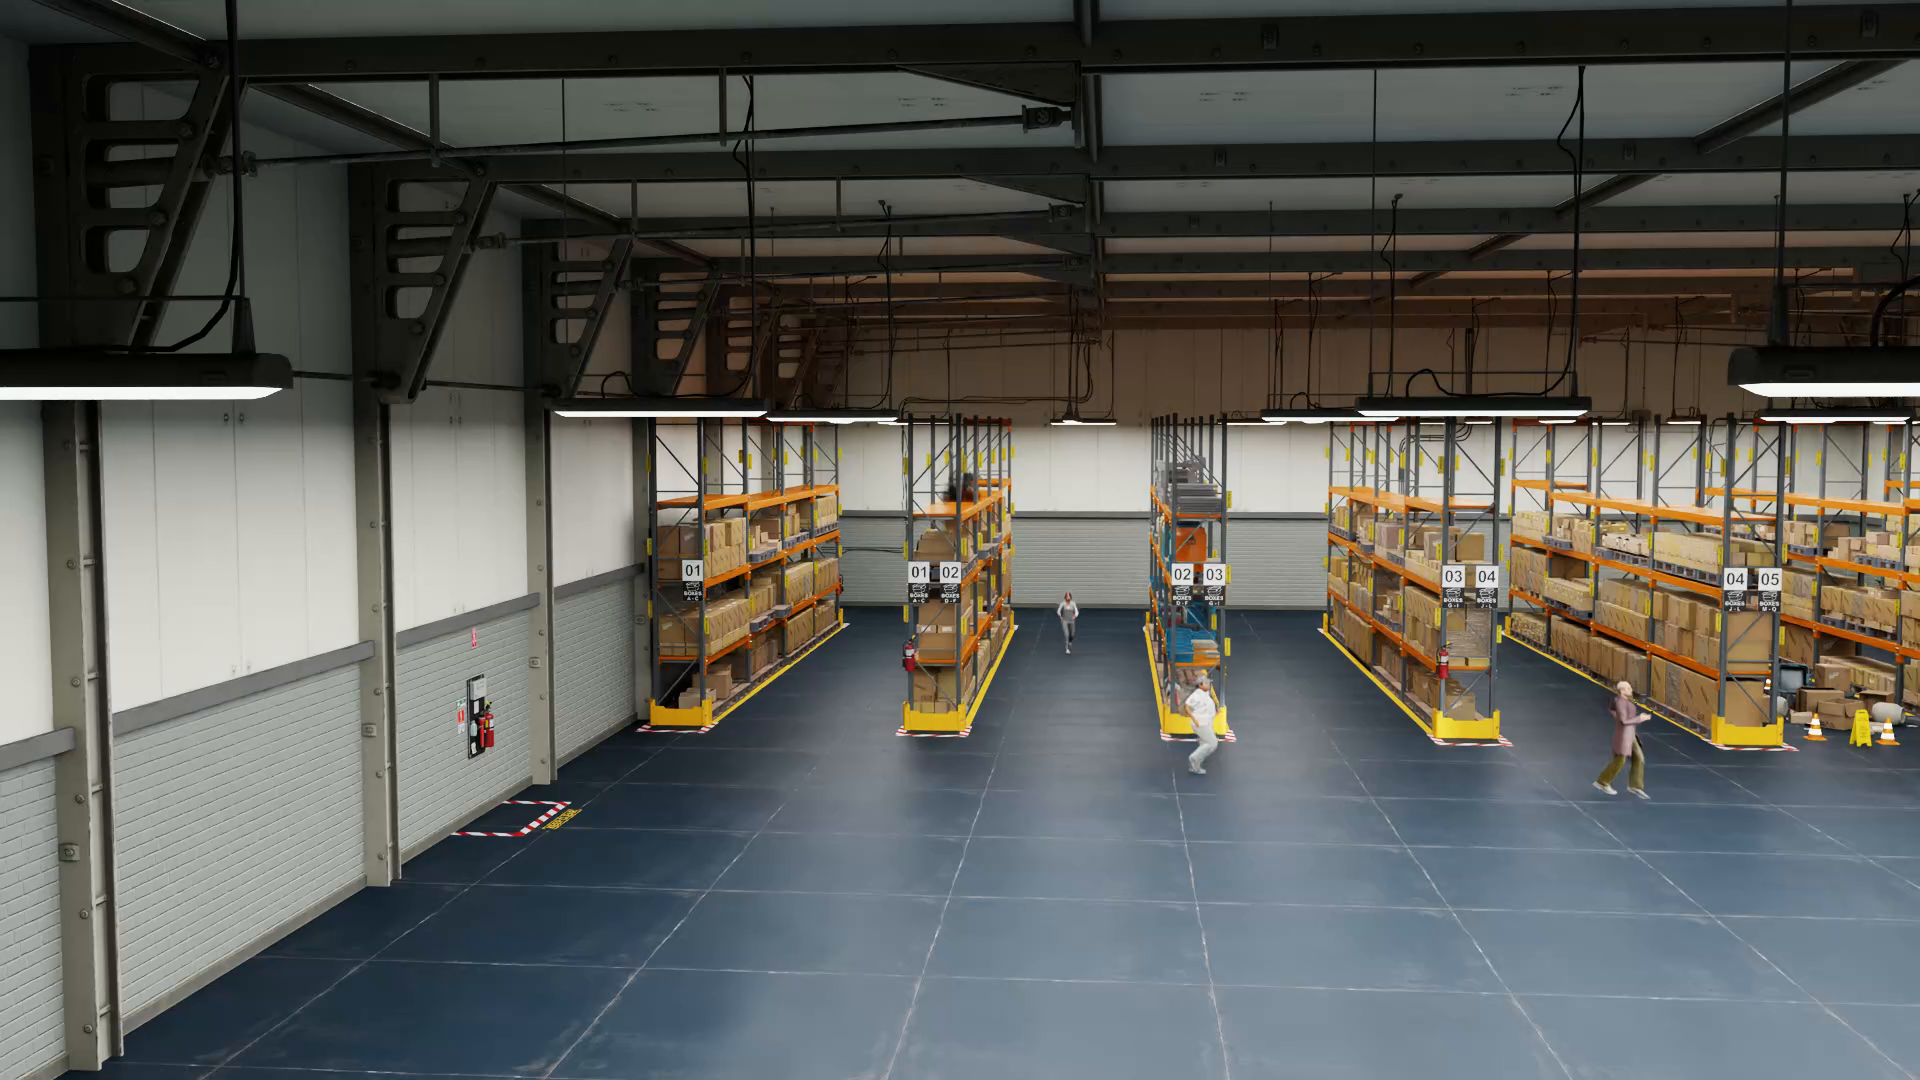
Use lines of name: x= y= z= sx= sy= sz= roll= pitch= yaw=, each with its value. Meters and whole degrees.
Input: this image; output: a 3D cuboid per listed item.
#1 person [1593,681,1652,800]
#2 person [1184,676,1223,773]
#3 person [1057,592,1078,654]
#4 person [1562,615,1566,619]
person: x=10.242 y=3.136 z=25.687 sx=0.831 sy=1.743 sz=0.685 roll=2 pitch=5 yaw=32
person: x=4.048 y=3.055 z=27.458 sx=0.574 sy=1.626 sz=0.593 roll=2 pitch=4 yaw=26
person: x=2.734 y=2.112 z=42.275 sx=0.538 sy=1.532 sz=0.608 roll=0 pitch=4 yaw=-3
person: x=17.286 y=1.667 z=47.110 sx=0.791 sy=1.845 sz=0.703 roll=0 pitch=4 yaw=0
